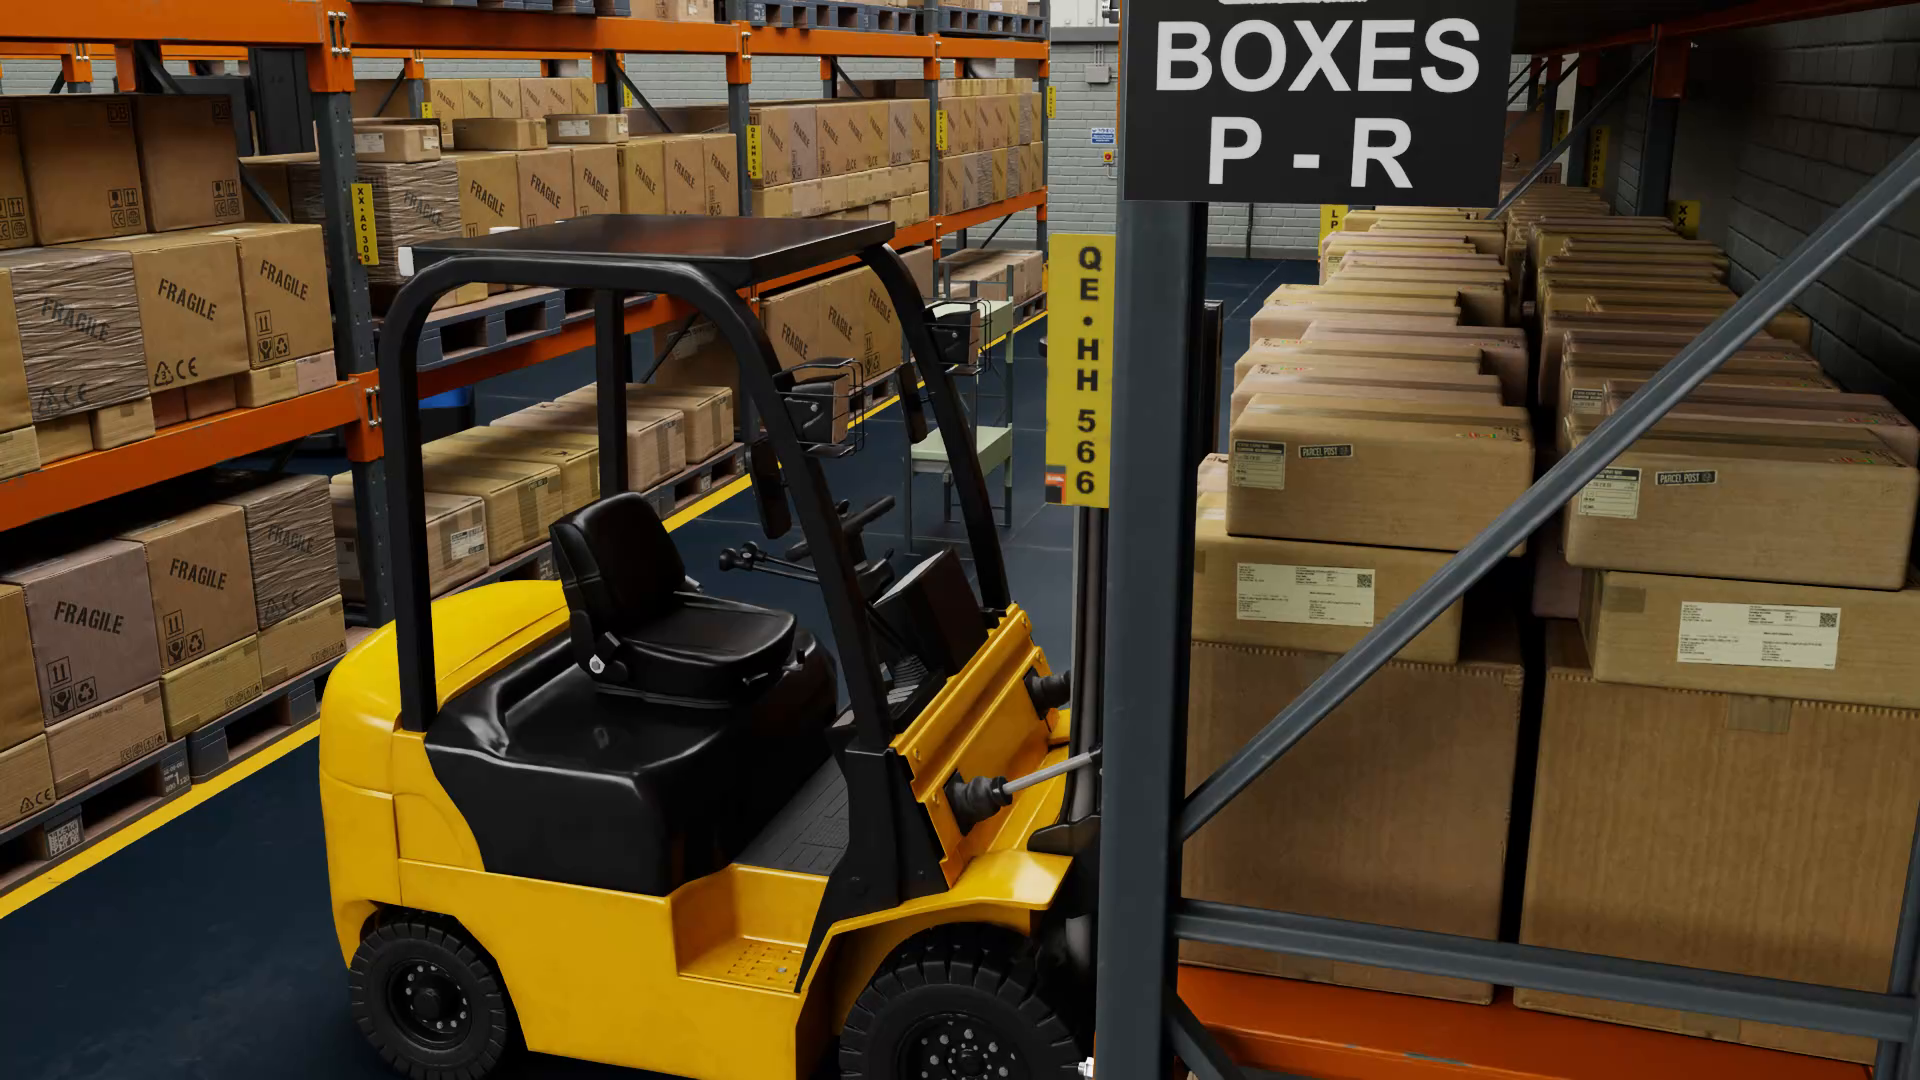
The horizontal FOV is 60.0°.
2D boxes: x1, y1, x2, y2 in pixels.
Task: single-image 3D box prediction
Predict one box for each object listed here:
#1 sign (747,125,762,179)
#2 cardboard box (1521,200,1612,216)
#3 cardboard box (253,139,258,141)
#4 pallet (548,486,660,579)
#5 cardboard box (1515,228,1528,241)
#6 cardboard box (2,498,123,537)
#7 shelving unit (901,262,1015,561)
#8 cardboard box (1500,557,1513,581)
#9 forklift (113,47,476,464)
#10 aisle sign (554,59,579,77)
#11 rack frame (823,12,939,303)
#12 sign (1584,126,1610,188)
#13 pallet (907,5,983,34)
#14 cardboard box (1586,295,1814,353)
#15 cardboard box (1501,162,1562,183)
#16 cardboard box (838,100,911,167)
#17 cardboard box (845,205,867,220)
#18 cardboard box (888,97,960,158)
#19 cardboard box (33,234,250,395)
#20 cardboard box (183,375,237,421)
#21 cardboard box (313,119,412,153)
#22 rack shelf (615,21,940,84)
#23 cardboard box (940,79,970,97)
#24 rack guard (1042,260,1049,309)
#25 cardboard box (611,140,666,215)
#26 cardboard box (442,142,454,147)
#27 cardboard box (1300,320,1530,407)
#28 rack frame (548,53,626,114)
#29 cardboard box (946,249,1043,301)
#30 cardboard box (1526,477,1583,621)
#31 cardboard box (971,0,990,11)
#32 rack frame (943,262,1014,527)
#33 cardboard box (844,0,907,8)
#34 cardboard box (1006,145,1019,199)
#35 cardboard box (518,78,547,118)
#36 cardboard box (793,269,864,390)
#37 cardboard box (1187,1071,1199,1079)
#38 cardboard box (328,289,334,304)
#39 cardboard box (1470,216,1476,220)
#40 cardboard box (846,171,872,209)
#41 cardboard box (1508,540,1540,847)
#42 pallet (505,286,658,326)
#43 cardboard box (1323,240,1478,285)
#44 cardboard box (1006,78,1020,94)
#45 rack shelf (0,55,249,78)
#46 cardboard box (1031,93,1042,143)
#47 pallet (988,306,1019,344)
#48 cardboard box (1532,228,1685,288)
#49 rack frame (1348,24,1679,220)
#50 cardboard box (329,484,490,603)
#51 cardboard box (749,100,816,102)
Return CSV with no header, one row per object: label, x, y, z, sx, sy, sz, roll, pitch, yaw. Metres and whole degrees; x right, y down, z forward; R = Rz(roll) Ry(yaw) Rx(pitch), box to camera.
sign,-1.295,-2.437,10.449,0.100,0.325,0.005,5,16,16
cardboard box,2.802,-1.490,7.712,0.380,0.149,0.250,4,16,15
cardboard box,-6.303,-3.390,14.383,0.380,0.149,0.250,4,16,15
pallet,-2.390,-0.094,9.274,1.003,0.211,1.213,5,16,16
cardboard box,2.309,-1.095,6.319,0.380,0.149,0.250,5,16,16
cardboard box,-3.522,0.123,6.294,0.500,0.500,0.500,5,17,18
shelving unit,-0.002,-0.720,9.119,0.431,1.500,0.755,5,16,16
cardboard box,0.713,0.187,2.991,0.500,0.500,0.500,5,17,18
forklift,-4.970,-2.066,11.242,3.031,2.935,1.130,-4,16,-14
aisle sign,-4.586,-5.702,19.170,0.394,0.787,0.004,5,16,16
rack frame,-0.681,-3.005,14.425,1.000,3.000,0.127,5,16,16
sign,3.475,-2.089,9.075,0.100,0.325,0.005,5,16,16
pallet,-0.439,-4.618,14.780,1.003,0.211,1.213,5,16,16
cardboard box,1.442,-0.387,3.281,0.380,0.149,0.250,4,16,15
cardboard box,3.238,-1.947,9.743,0.500,0.500,0.500,5,17,18
cardboard box,-0.707,-3.261,13.315,0.500,0.500,0.500,5,17,17
cardboard box,-1.017,-2.396,12.556,0.500,0.250,0.500,5,16,16
cardboard box,-0.314,-3.639,14.648,0.500,0.500,0.500,5,17,16
cardboard box,-2.982,-0.832,6.037,0.500,0.500,0.500,5,17,18
cardboard box,-2.967,-0.555,6.249,0.380,0.149,0.250,5,17,16
cardboard box,-2.857,-1.936,7.973,0.380,0.149,0.250,4,16,14
rack shelf,-1.250,-3.578,12.269,1.077,0.370,4.000,5,16,16
cardboard box,-0.124,-4.107,15.108,0.380,0.149,0.250,5,16,15
rack guard,0.462,-2.855,18.478,1.175,0.500,0.348,5,16,16
cardboard box,-1.959,-1.943,9.183,0.500,0.500,0.500,3,16,12
cardboard box,-2.603,-1.845,8.839,0.500,0.500,0.500,4,16,14
cardboard box,0.799,-0.291,2.942,0.380,0.149,0.250,5,17,16
rack frame,-4.319,-4.408,19.375,1.000,3.000,0.127,5,16,16
cardboard box,0.364,-2.840,17.771,0.875,0.438,0.875,4,16,14
cardboard box,1.023,0.021,2.388,0.380,0.149,0.250,5,16,16
cardboard box,-0.018,-5.314,16.280,0.500,0.311,0.500,5,17,17
rack frame,0.102,-0.816,9.456,0.400,1.500,0.023,5,16,16
cardboard box,-0.730,-4.360,13.100,0.500,0.311,0.500,5,16,16
cardboard box,0.278,-3.687,16.648,0.500,0.500,0.500,5,17,17
cardboard box,-4.641,-4.534,17.256,0.500,0.500,0.500,4,16,14
cardboard box,-1.284,-1.545,12.404,0.875,0.875,0.875,5,17,17
cardboard box,0.501,1.014,2.695,0.500,0.250,0.500,5,17,18
cardboard box,-3.073,-1.149,7.573,0.380,0.149,0.250,5,17,17
cardboard box,1.948,-1.266,6.924,0.380,0.149,0.250,4,16,15
cardboard box,-0.979,-2.636,12.485,0.500,0.250,0.500,5,17,17
cardboard box,1.203,0.225,2.857,0.500,0.500,0.500,5,17,18
pallet,-2.341,-1.345,8.925,1.003,0.211,1.213,5,16,16
cardboard box,1.159,-0.698,4.377,0.380,0.149,0.250,4,16,15
cardboard box,0.393,-4.578,16.768,0.380,0.149,0.250,5,17,17
rack shelf,-9.614,-5.393,18.668,1.077,0.370,4.000,5,16,16
cardboard box,0.547,-4.436,17.455,0.500,0.500,0.500,5,17,18
pallet,-0.045,-2.176,16.615,1.003,0.211,1.213,5,16,16
cardboard box,1.831,-0.791,4.705,0.380,0.149,0.250,4,16,15
rack frame,1.805,-0.528,5.693,1.000,3.000,0.127,5,16,16
cardboard box,-2.808,0.013,7.832,0.950,0.372,0.625,5,17,17
cardboard box,-1.345,-3.175,13.009,0.500,0.500,0.500,4,16,14
